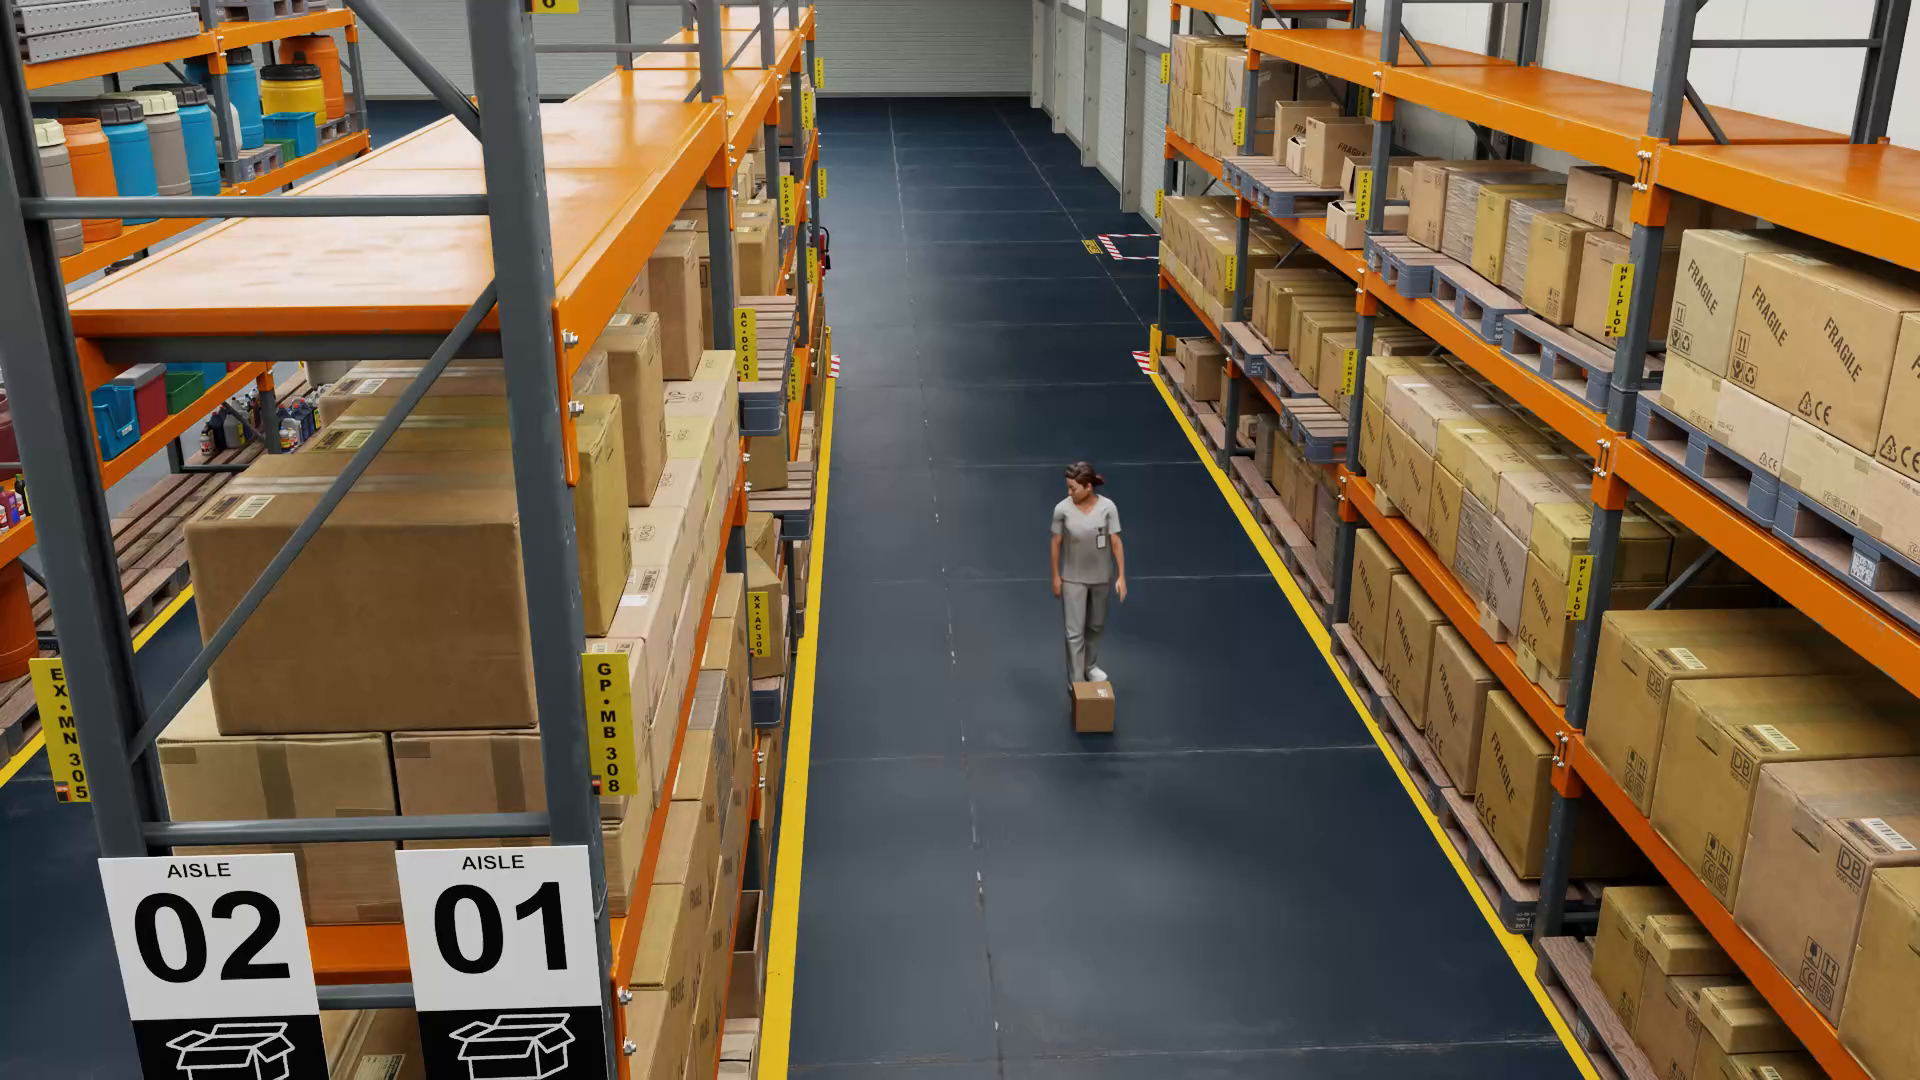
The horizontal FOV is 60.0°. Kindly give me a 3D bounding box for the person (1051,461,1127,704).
[{"bbox_3d":[0.861,0.277,11.125,0.475,1.661,0.762,-3,21,-9],"label":"person"}]
